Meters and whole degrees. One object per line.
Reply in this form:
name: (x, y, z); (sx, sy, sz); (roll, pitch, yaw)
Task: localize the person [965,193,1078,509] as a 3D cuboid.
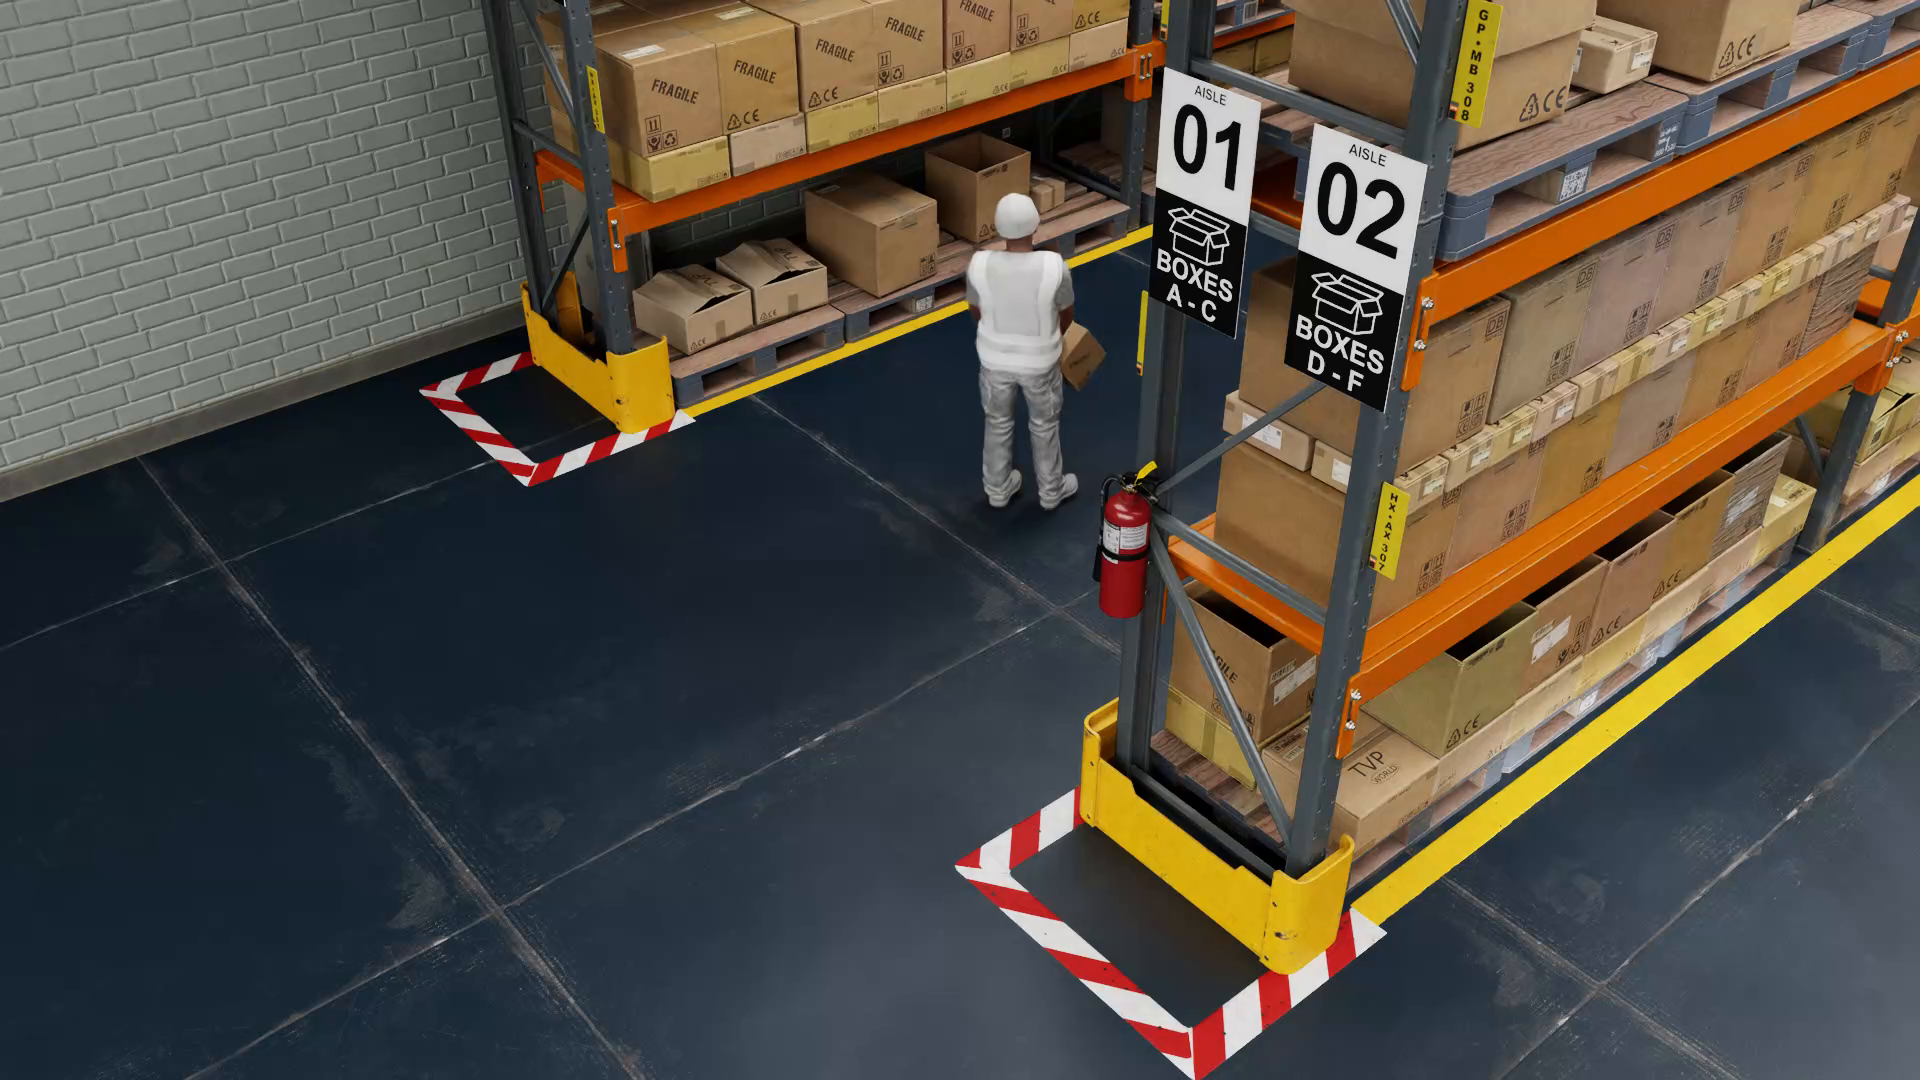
person: (0.325, -0.946, 8.363); (0.585, 1.792, 0.499); (5, 36, 6)
